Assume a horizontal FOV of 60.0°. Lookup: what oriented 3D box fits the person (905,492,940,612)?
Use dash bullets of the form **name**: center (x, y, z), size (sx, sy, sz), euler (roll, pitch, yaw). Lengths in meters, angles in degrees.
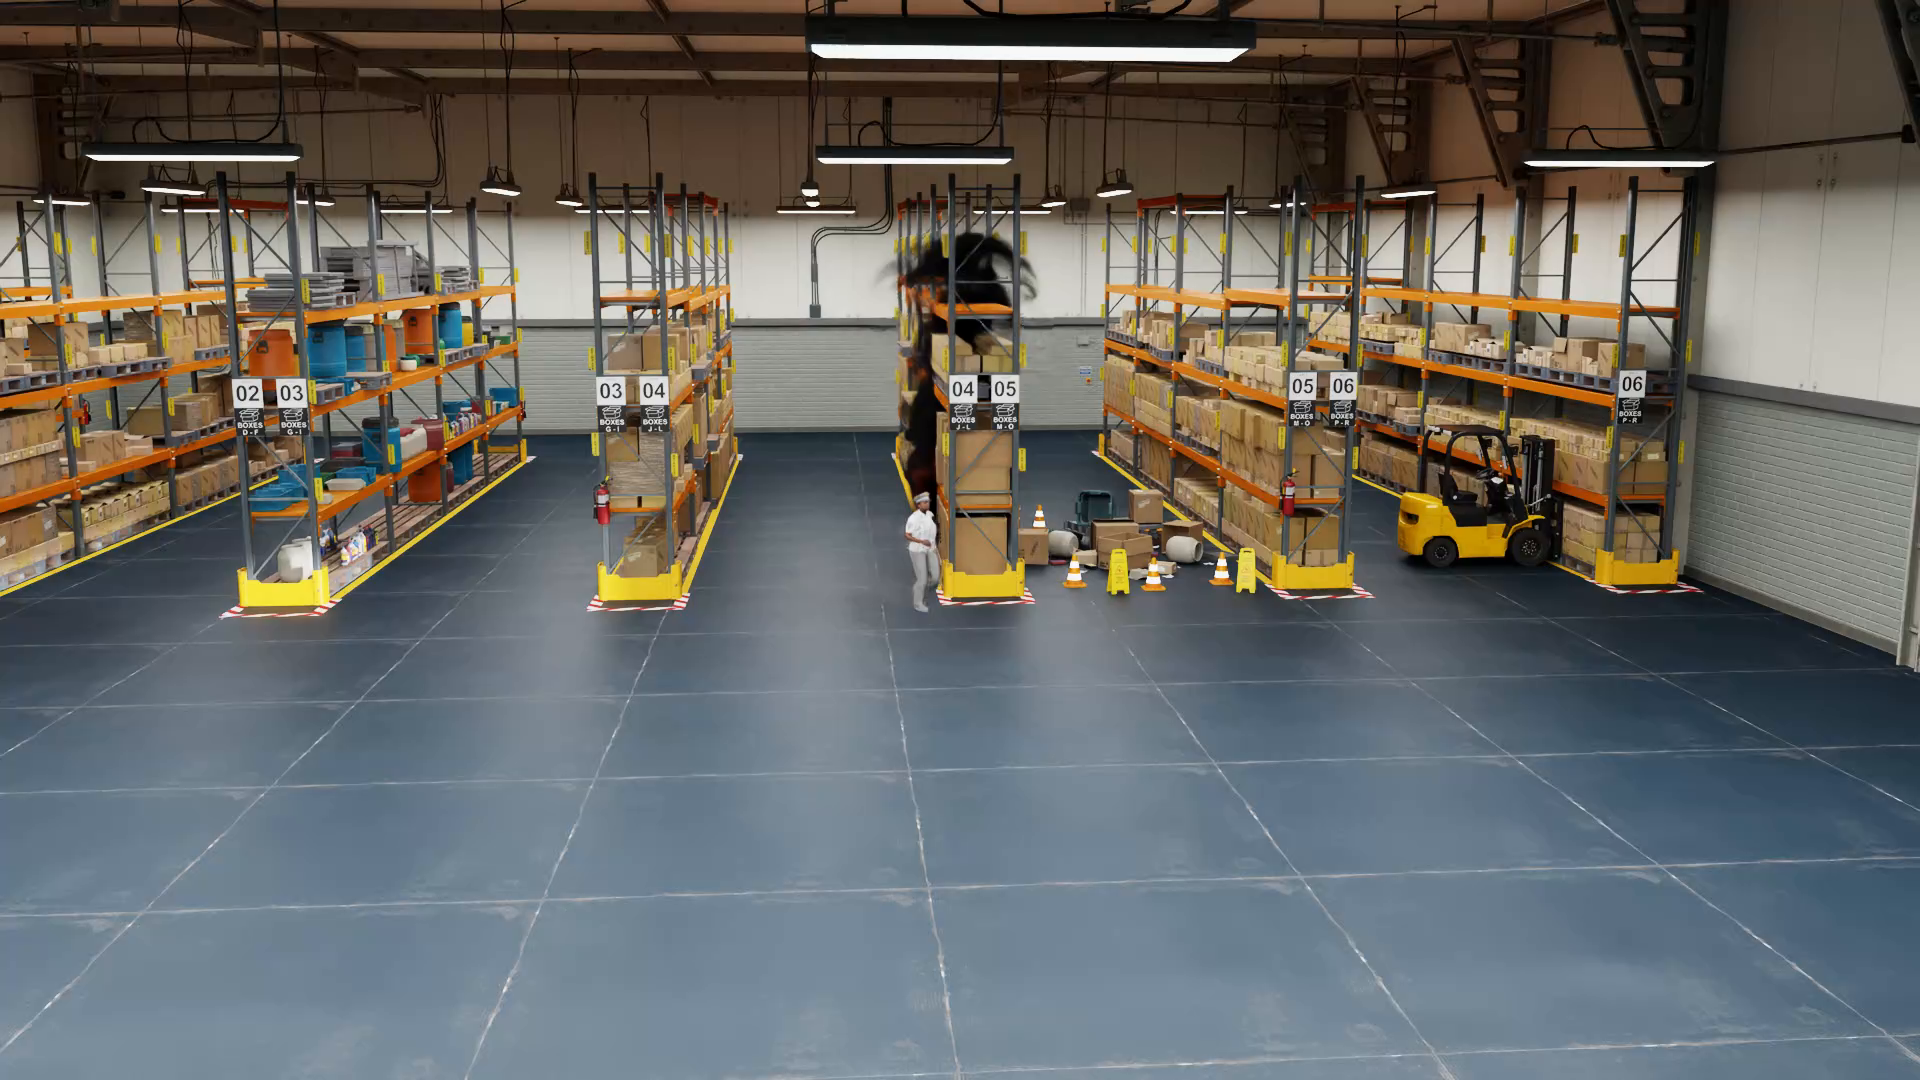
- **person**: center (-0.481, 0.167, 23.059), size (0.579, 1.684, 0.542), euler (-9, 13, -41)
